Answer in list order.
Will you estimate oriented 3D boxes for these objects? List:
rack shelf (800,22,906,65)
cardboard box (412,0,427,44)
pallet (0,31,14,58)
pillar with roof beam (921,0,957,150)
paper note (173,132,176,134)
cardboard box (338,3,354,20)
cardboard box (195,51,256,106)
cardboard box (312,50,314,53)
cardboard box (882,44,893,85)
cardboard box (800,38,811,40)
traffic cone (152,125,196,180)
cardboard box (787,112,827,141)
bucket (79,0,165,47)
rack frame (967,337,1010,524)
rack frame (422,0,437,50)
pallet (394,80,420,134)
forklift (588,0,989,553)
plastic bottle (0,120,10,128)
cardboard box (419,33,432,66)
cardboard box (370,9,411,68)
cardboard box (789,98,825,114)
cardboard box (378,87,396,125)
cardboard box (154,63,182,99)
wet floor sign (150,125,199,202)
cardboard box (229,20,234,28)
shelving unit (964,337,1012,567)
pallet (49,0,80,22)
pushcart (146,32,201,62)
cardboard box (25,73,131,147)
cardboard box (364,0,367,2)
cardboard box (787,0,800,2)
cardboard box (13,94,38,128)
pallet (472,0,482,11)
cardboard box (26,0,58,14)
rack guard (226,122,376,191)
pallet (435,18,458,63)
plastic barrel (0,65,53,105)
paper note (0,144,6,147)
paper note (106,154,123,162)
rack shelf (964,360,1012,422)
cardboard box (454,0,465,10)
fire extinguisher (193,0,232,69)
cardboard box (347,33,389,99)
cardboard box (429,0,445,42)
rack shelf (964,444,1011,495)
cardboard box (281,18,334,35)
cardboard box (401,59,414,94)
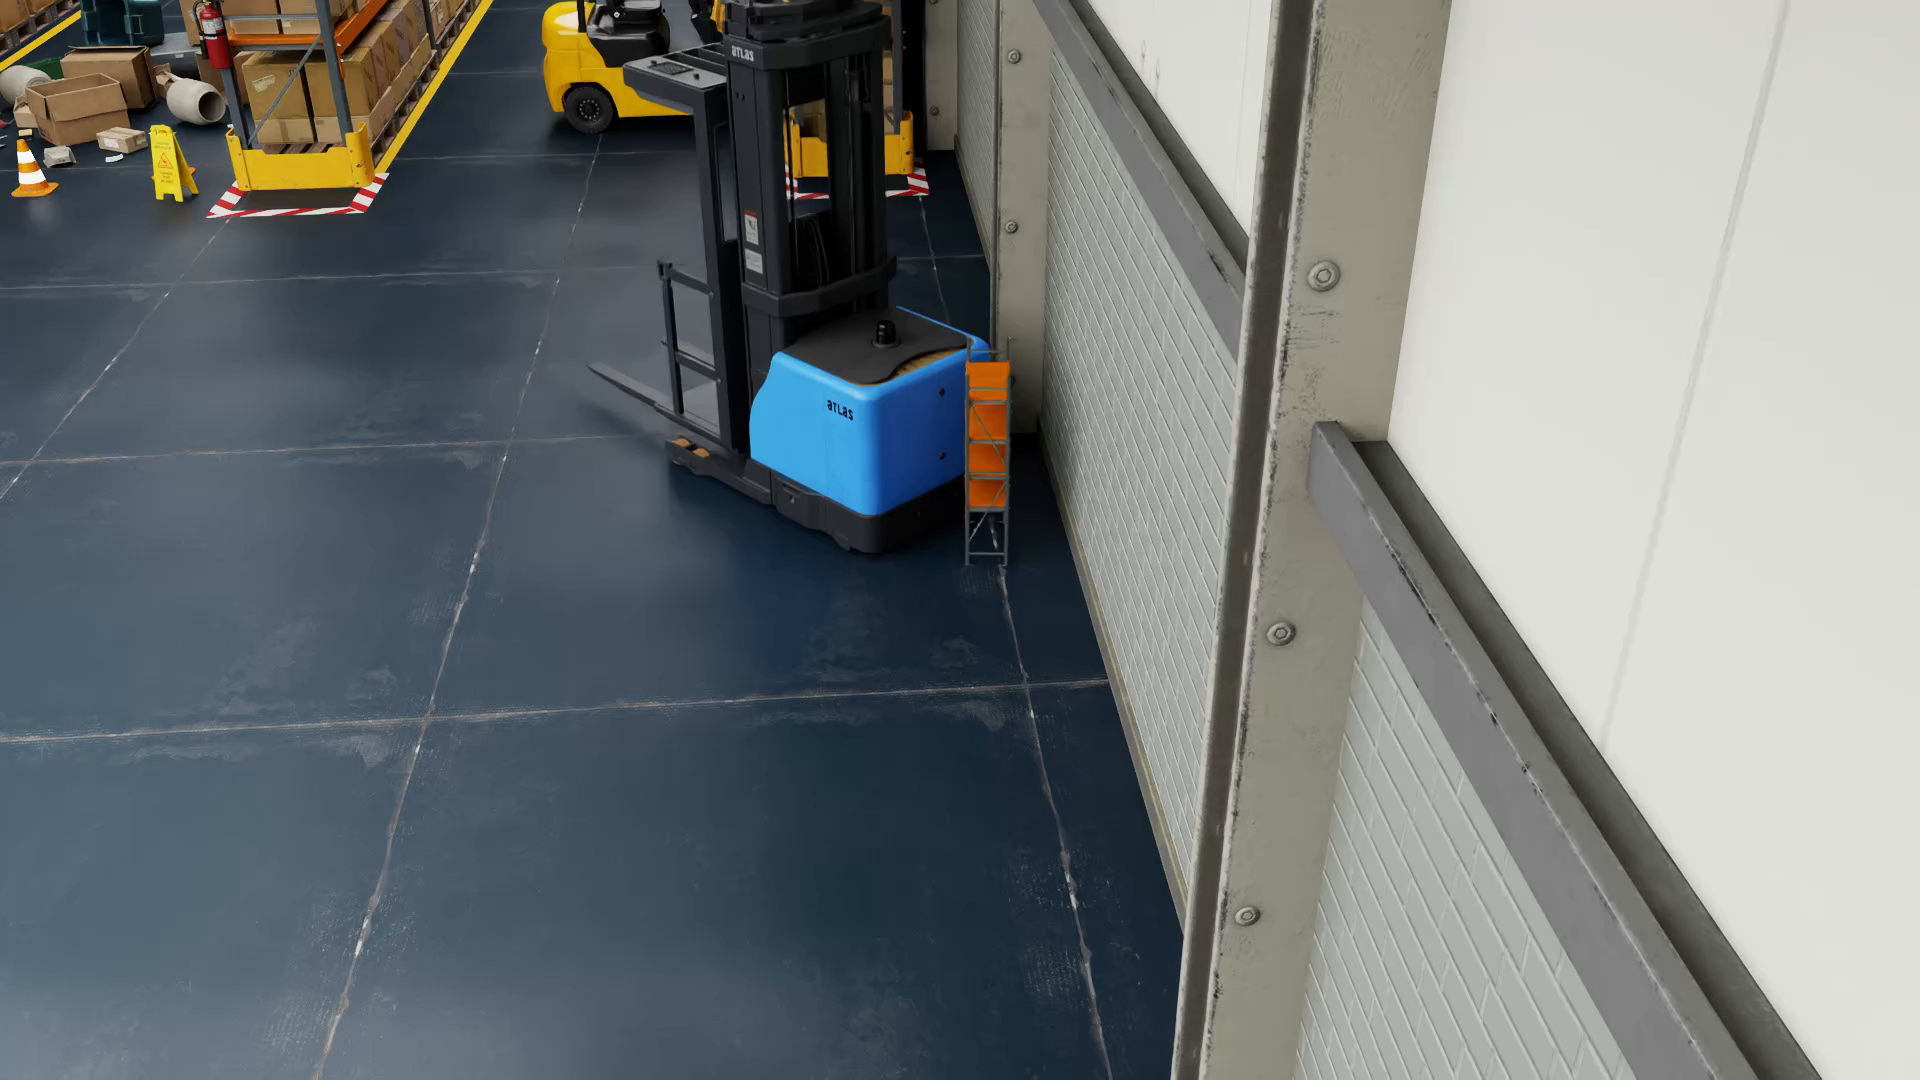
[{"bbox_3d":[-1.211,-5.470,16.685,1.077,0.370,4.000,-3,31,-5],"label":"rack shelf"},{"bbox_3d":[-6.017,-5.593,17.730,0.500,0.500,0.500,-3,31,-5],"label":"cardboard box"},{"bbox_3d":[-11.405,-5.465,18.694,1.003,0.211,1.213,-3,31,-5],"label":"pallet"},{"bbox_3d":[-4.478,-7.526,13.575,9.100,9.000,0.400,-3,31,-5],"label":"pillar with roof beam"},{"bbox_3d":[-7.797,-4.022,16.475,0.032,0.001,0.123,-3,31,-5],"label":"paper note"},{"bbox_3d":[-5.773,-4.861,15.209,0.380,0.149,0.250,-4,31,-6],"label":"cardboard box"},{"bbox_3d":[-7.594,-4.876,17.424,0.500,0.500,0.500,20,36,29],"label":"cardboard box"},{"bbox_3d":[-6.352,-4.503,15.905,0.500,0.500,0.500,-2,31,-3],"label":"cardboard box"},{"bbox_3d":[-0.880,-4.442,15.558,0.500,0.250,0.500,-3,31,-5],"label":"cardboard box"},{"bbox_3d":[-1.431,-4.668,15.937,0.500,0.250,0.500,-2,31,-4],"label":"cardboard box"},{"bbox_3d":[-7.290,-3.587,15.305,0.336,0.463,0.334,-3,31,-5],"label":"traffic cone"},{"bbox_3d":[-1.382,-3.983,15.765,0.500,0.250,0.500,-3,31,-4],"label":"cardboard box"},{"bbox_3d":[-8.950,-5.560,17.844,0.726,0.611,0.620,8,22,13],"label":"bucket"},{"bbox_3d":[0.159,-0.618,9.614,0.240,1.200,0.015,0,31,1],"label":"rack frame"},{"bbox_3d":[-6.339,-6.561,17.809,1.000,3.000,0.127,-3,31,-5],"label":"rack frame"},{"bbox_3d":[-6.124,-4.398,16.908,1.003,0.211,1.213,-3,31,-5],"label":"pallet"},{"bbox_3d":[-1.219,-1.833,9.961,3.031,2.935,1.130,27,40,37],"label":"forklift"},{"bbox_3d":[-9.673,-4.159,16.654,0.283,0.061,0.133,-14,33,-22],"label":"plastic bottle"},{"bbox_3d":[-6.016,-5.271,17.923,0.500,0.250,0.500,-1,31,-2],"label":"cardboard box"},{"bbox_3d":[-5.919,-5.073,16.859,0.500,0.500,0.500,-1,31,-2],"label":"cardboard box"},{"bbox_3d":[-1.381,-4.206,15.651,0.500,0.250,0.500,-3,31,-5],"label":"cardboard box"},{"bbox_3d":[-5.806,-4.204,16.136,0.500,0.250,0.500,-2,31,-3],"label":"cardboard box"},{"bbox_3d":[-8.400,-4.868,17.642,0.396,0.266,0.258,27,40,37],"label":"cardboard box"},{"bbox_3d":[-7.013,-3.359,14.745,0.267,0.644,0.232,8,32,13],"label":"wet floor sign"},{"bbox_3d":[-6.348,-4.715,14.965,0.380,0.149,0.250,-3,31,-5],"label":"cardboard box"},{"bbox_3d":[0.155,-0.492,9.405,0.258,1.200,0.503,0,31,1],"label":"shelving unit"},{"bbox_3d":[-11.633,-6.711,20.780,1.003,0.211,1.213,-3,31,-5],"label":"pallet"},{"bbox_3d":[-8.605,-5.300,18.256,1.648,0.377,0.936,-14,33,-22],"label":"pushcart"},{"bbox_3d":[-8.650,-4.222,16.328,0.637,0.503,0.797,27,40,37],"label":"cardboard box"},{"bbox_3d":[-5.809,-5.124,15.648,0.380,0.149,0.250,-2,31,-3],"label":"cardboard box"},{"bbox_3d":[-1.331,-5.040,15.165,0.500,0.500,0.500,-3,31,-6],"label":"cardboard box"},{"bbox_3d":[-9.264,-4.309,16.705,0.396,0.266,0.258,2,31,4],"label":"cardboard box"},{"bbox_3d":[-6.641,-7.007,21.275,1.003,0.211,1.213,-3,31,-5],"label":"pallet"},{"bbox_3d":[-11.580,-6.767,19.939,1.050,0.750,0.750,-2,31,-4],"label":"cardboard box"},{"bbox_3d":[-5.973,-3.484,15.096,1.175,0.500,0.348,-3,31,-5],"label":"rack guard"},{"bbox_3d":[-6.414,-5.761,19.189,1.003,0.211,1.213,-3,31,-5],"label":"pallet"},{"bbox_3d":[-9.625,-4.660,17.140,0.512,0.421,0.421,20,36,29],"label":"plastic barrel"},{"bbox_3d":[-9.337,-3.815,16.109,0.144,0.017,0.142,8,32,13],"label":"paper note"},{"bbox_3d":[-8.036,-3.631,15.800,0.148,0.019,0.142,-14,33,-22],"label":"paper note"},{"bbox_3d":[0.155,-0.830,9.203,0.258,0.148,0.480,0,31,1],"label":"rack shelf"},{"bbox_3d":[-6.528,-6.602,20.032,0.950,0.372,0.625,-2,31,-3],"label":"cardboard box"},{"bbox_3d":[-6.414,-4.405,14.275,0.296,0.674,0.183,-3,31,-5],"label":"fire extinguisher"},{"bbox_3d":[-5.822,-4.544,15.974,0.500,0.500,0.500,-4,31,-6],"label":"cardboard box"},{"bbox_3d":[-6.391,-5.880,18.823,0.950,0.372,0.625,-2,31,-4],"label":"cardboard box"},{"bbox_3d":[0.155,-0.435,9.439,0.258,0.148,0.480,0,31,1],"label":"rack shelf"},{"bbox_3d":[-5.791,-4.594,14.761,0.380,0.149,0.250,-3,31,-4],"label":"cardboard box"},{"bbox_3d":[-5.914,-4.740,17.033,0.500,0.250,0.500,-2,31,-4],"label":"cardboard box"}]
